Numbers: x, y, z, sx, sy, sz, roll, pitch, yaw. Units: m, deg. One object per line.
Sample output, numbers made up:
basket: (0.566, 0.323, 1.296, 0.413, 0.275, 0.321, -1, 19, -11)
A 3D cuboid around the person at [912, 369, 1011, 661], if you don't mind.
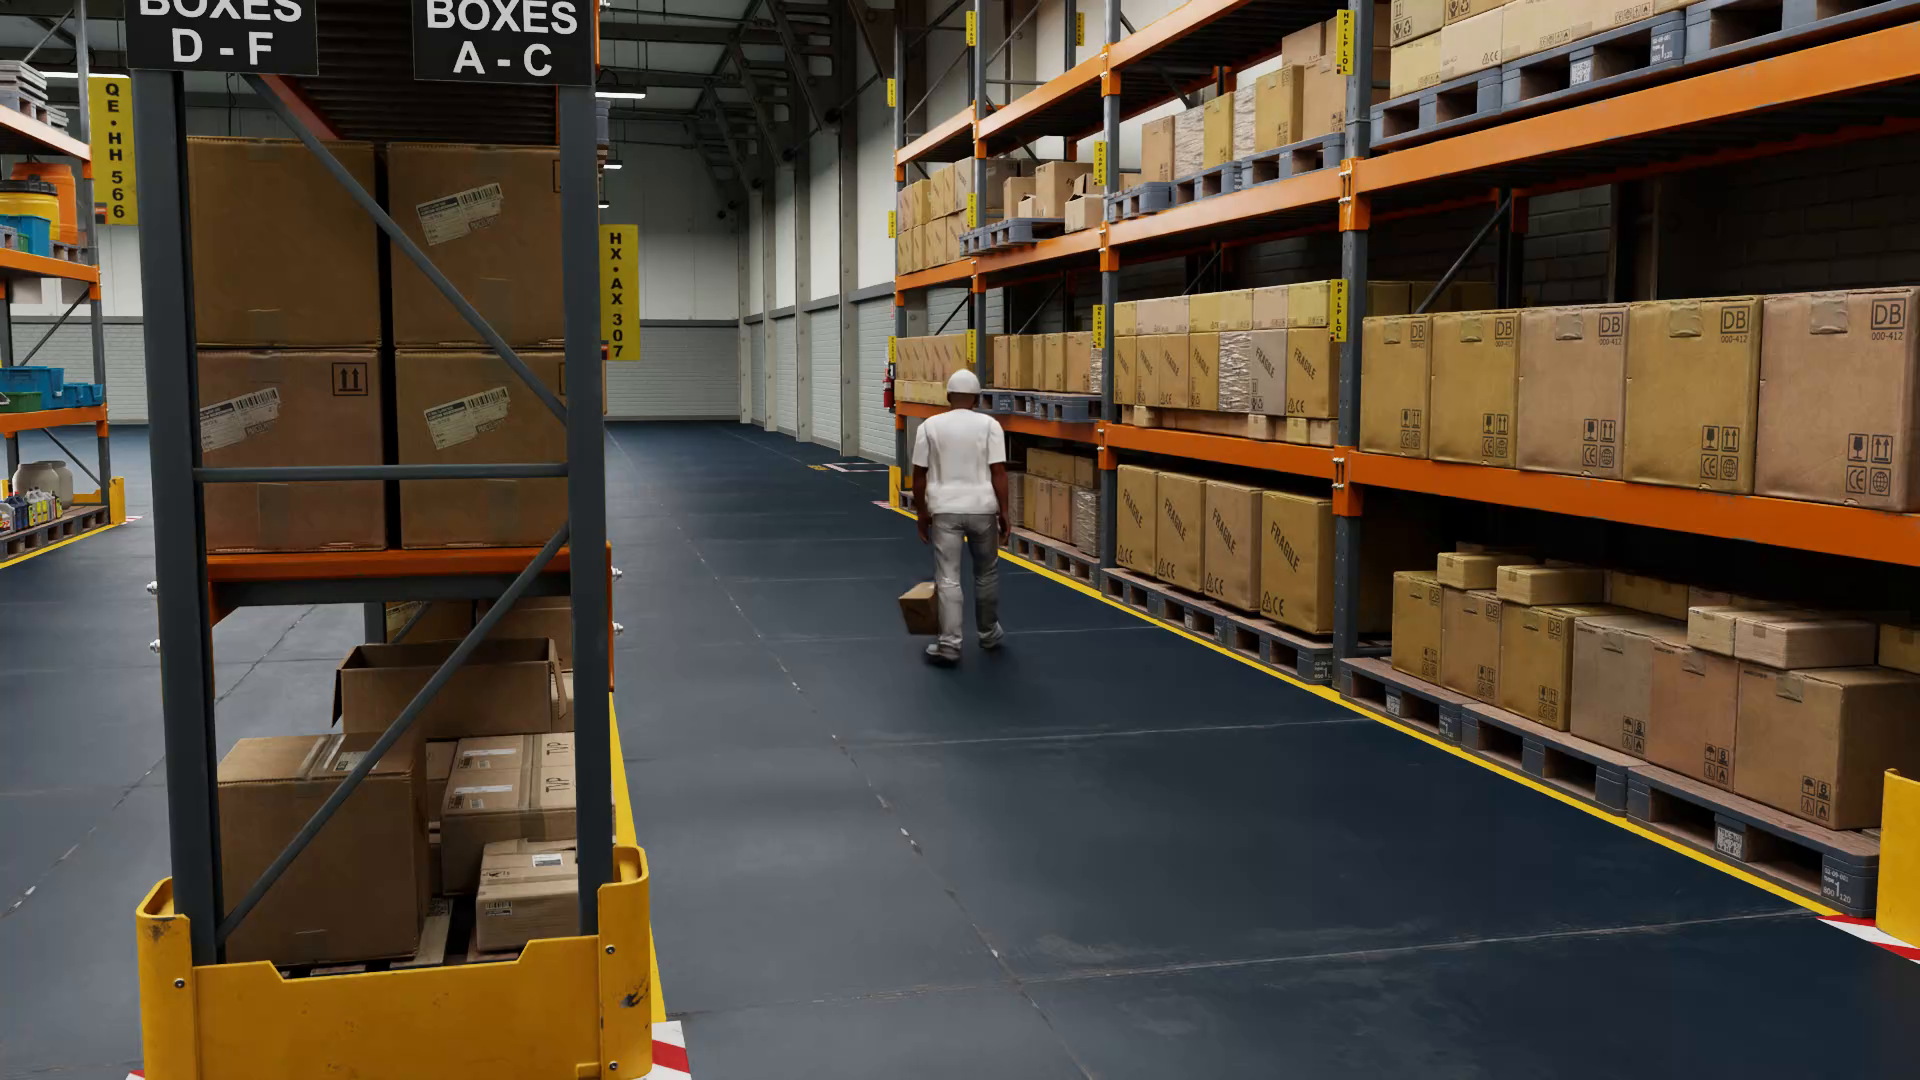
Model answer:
person: (0.010, -0.164, 10.029, 0.601, 1.728, 0.951, 0, 6, 3)
